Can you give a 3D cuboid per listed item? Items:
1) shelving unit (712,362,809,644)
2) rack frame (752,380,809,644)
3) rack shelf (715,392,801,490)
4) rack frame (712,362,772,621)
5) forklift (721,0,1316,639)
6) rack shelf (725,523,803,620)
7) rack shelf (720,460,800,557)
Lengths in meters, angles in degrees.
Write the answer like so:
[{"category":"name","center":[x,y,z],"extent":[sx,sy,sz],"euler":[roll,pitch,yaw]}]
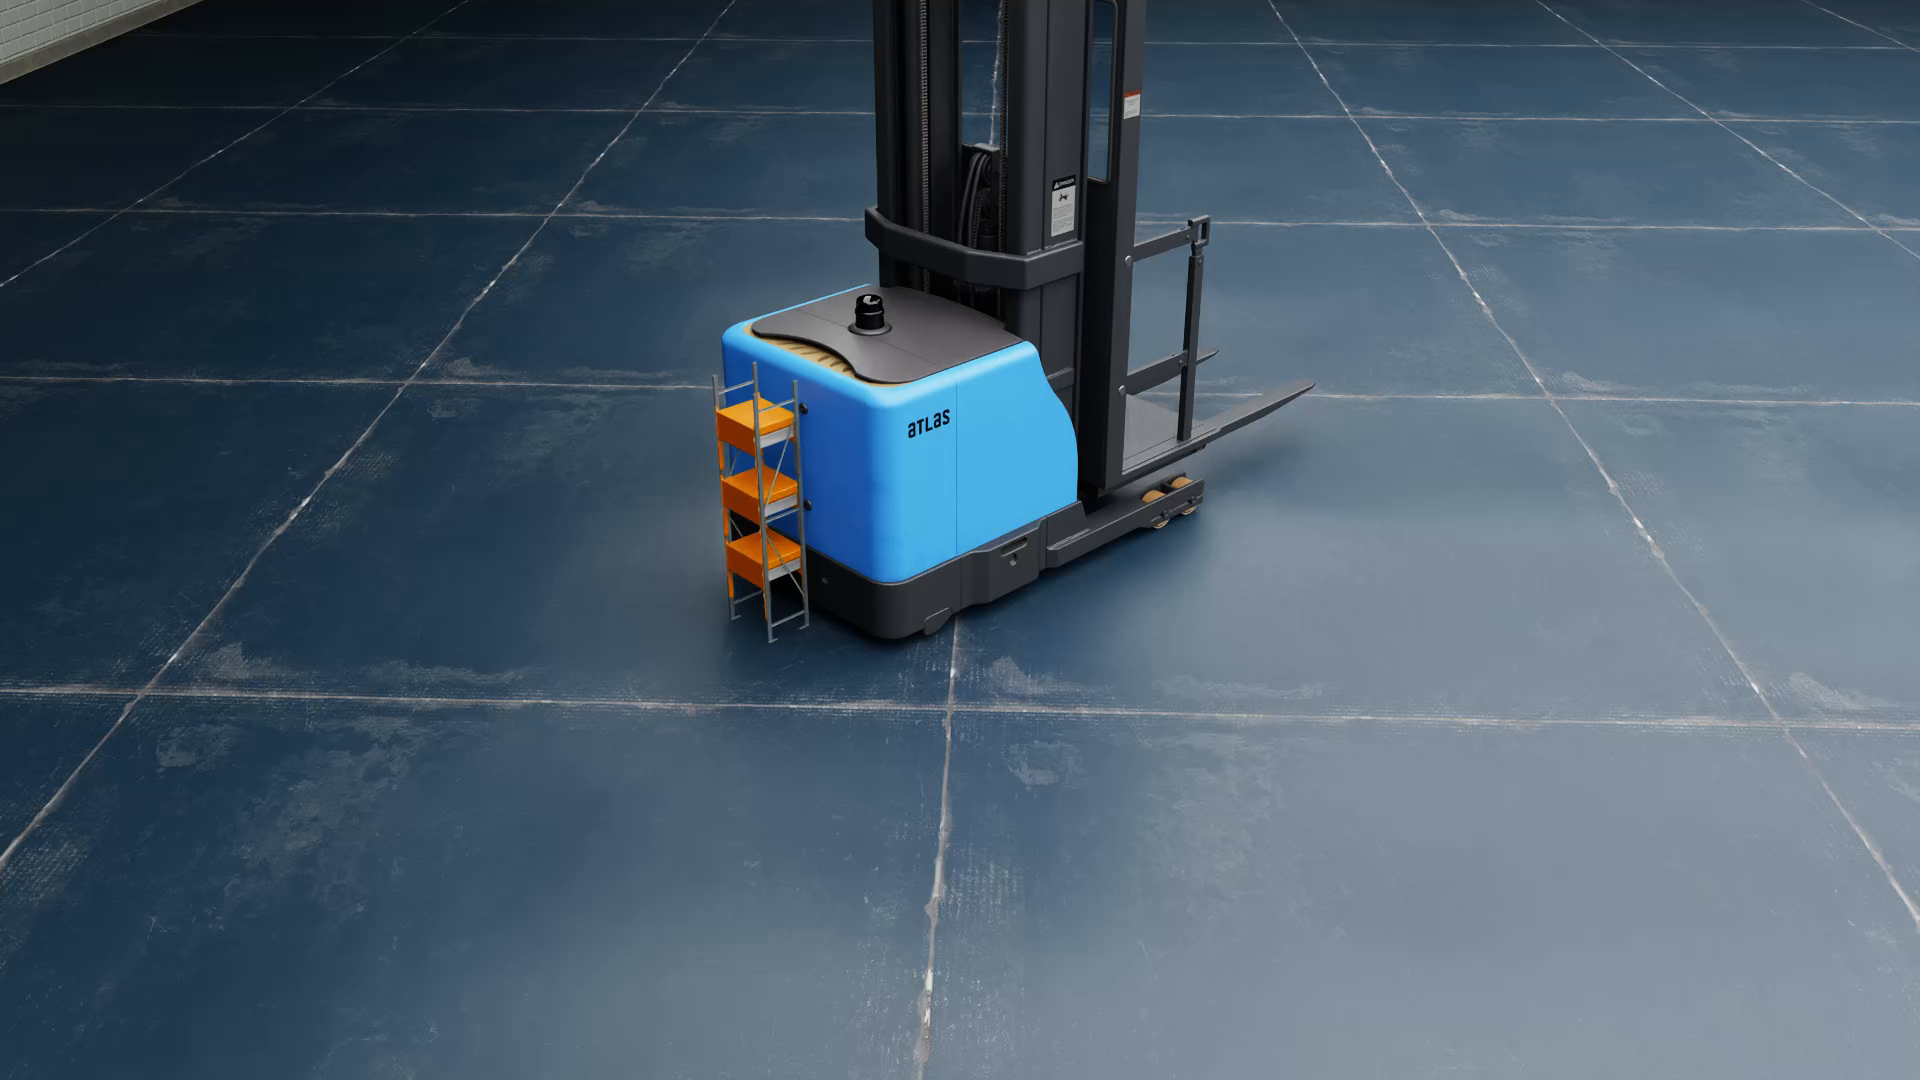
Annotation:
[{"category":"shelving unit","center":[-0.758,-0.134,6.381],"extent":[0.215,1.050,0.252],"euler":[-24,36,-37]},{"category":"rack frame","center":[-0.674,-0.092,6.303],"extent":[0.200,1.050,0.008],"euler":[-24,36,-37]},{"category":"rack shelf","center":[-0.758,-0.375,6.253],"extent":[0.215,0.259,0.240],"euler":[-24,36,-37]},{"category":"rack frame","center":[-0.842,-0.175,6.459],"extent":[0.200,1.050,0.008],"euler":[-24,36,-37]},{"category":"forklift","center":[0.452,-1.501,6.952],"extent":[3.031,2.935,1.130],"euler":[-24,36,-38]},{"category":"rack shelf","center":[-0.758,0.121,6.516],"extent":[0.215,0.259,0.240],"euler":[-24,36,-37]},{"category":"rack shelf","center":[-0.758,-0.124,6.386],"extent":[0.215,0.259,0.240],"euler":[-24,36,-37]}]
